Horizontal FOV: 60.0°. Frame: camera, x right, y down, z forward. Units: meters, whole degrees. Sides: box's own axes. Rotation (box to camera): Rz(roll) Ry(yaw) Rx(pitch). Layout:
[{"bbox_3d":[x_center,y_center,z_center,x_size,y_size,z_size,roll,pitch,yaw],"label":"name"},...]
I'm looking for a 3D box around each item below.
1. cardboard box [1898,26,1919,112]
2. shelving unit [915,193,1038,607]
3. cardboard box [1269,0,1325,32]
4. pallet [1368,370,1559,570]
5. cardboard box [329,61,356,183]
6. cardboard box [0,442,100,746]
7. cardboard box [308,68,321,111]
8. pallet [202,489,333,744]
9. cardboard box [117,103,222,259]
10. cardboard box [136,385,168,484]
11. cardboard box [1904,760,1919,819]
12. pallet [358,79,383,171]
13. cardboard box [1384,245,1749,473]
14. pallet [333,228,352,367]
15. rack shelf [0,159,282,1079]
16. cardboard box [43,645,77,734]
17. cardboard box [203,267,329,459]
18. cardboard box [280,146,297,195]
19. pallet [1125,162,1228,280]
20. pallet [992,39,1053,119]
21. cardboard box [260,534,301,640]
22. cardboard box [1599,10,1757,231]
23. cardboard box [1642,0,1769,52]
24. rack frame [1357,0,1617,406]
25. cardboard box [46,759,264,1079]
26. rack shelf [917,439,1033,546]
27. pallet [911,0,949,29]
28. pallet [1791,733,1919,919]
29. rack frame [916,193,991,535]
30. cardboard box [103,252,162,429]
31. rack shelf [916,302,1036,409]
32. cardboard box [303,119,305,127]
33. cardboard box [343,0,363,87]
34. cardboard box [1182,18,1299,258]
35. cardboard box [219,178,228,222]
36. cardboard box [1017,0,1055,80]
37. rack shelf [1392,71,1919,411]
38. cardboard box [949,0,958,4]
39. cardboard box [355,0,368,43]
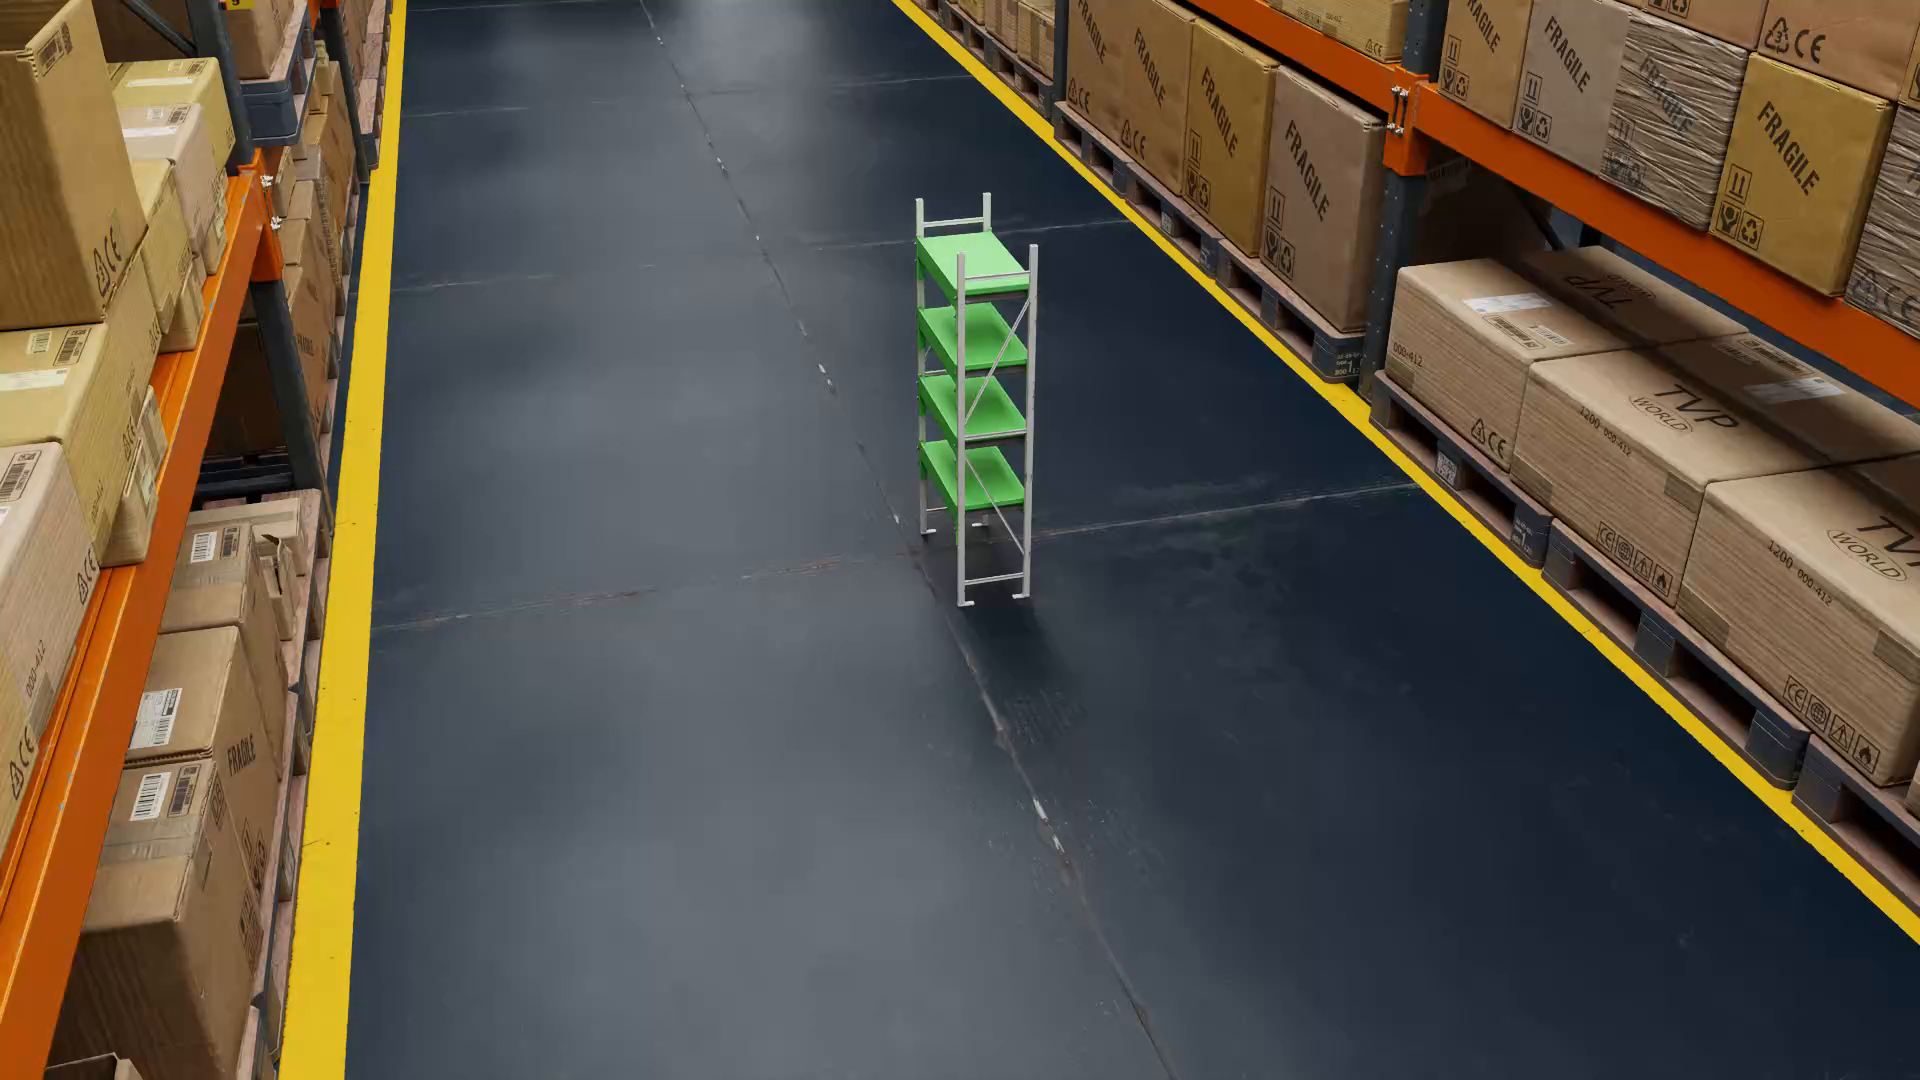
[{"bbox_3d":[2.525,-1.163,3.667,0.500,0.500,0.500,-8,31,-14],"label":"cardboard box"},{"bbox_3d":[0.044,-0.439,5.311,0.258,1.200,0.503,-8,31,-13],"label":"shelving unit"},{"bbox_3d":[1.619,-2.294,6.869,0.500,0.250,0.500,-8,31,-14],"label":"cardboard box"},{"bbox_3d":[2.242,-0.345,6.136,1.003,0.211,1.213,-8,31,-13],"label":"pallet"},{"bbox_3d":[-3.411,-2.124,8.501,0.500,0.500,0.500,-7,31,-12],"label":"cardboard box"},{"bbox_3d":[-1.602,0.102,2.433,0.500,0.250,0.500,-8,31,-13],"label":"cardboard box"},{"bbox_3d":[-3.226,-2.115,7.838,0.380,0.149,0.250,-9,31,-15],"label":"cardboard box"},{"bbox_3d":[-2.488,0.271,5.072,1.003,0.211,1.213,-8,31,-13],"label":"pallet"},{"bbox_3d":[-2.152,-0.878,4.126,0.500,0.250,0.500,-8,31,-13],"label":"cardboard box"},{"bbox_3d":[-1.814,-0.176,3.310,0.380,0.149,0.250,-7,31,-12],"label":"cardboard box"},{"bbox_3d":[2.906,0.624,3.816,0.875,0.438,0.875,-9,31,-15],"label":"cardboard box"},{"bbox_3d":[-3.912,-2.396,9.678,1.003,0.211,1.213,-8,31,-13],"label":"pallet"},{"bbox_3d":[2.179,-0.685,6.078,0.875,0.438,0.875,-8,31,-14],"label":"cardboard box"},{"bbox_3d":[-3.249,-1.039,7.335,1.003,0.211,1.213,-8,31,-13],"label":"pallet"},{"bbox_3d":[-2.138,0.009,3.458,1.077,0.370,4.000,-8,31,-13],"label":"rack shelf"},{"bbox_3d":[-1.654,0.208,2.647,0.380,0.149,0.250,-7,31,-12],"label":"cardboard box"},{"bbox_3d":[-2.581,-0.631,5.923,0.500,0.500,0.500,-7,31,-11],"label":"cardboard box"},{"bbox_3d":[-2.915,-1.479,6.740,0.380,0.149,0.250,-7,31,-11],"label":"cardboard box"},{"bbox_3d":[1.511,-1.676,8.435,1.003,0.211,1.213,-8,31,-13],"label":"pallet"},{"bbox_3d":[0.848,-3.032,10.778,1.003,0.211,1.213,-8,31,-13],"label":"pallet"},{"bbox_3d":[-2.143,0.136,4.831,0.396,0.266,0.258,-7,31,-11],"label":"cardboard box"},{"bbox_3d":[2.243,-1.227,4.775,0.500,0.500,0.500,-8,31,-13],"label":"cardboard box"},{"bbox_3d":[2.262,-1.650,4.508,0.500,0.500,0.500,-7,31,-12],"label":"cardboard box"},{"bbox_3d":[2.116,-1.930,6.090,1.000,3.000,0.127,-8,31,-13],"label":"rack frame"},{"bbox_3d":[-1.868,0.838,3.384,0.700,0.500,0.500,-7,31,-11],"label":"cardboard box"},{"bbox_3d":[0.044,-0.176,5.464,0.258,0.148,0.480,-8,31,-13],"label":"rack shelf"},{"bbox_3d":[0.200,-4.211,12.814,1.003,0.211,1.213,-8,31,-13],"label":"pallet"},{"bbox_3d":[2.890,0.833,4.100,1.003,0.211,1.213,-8,31,-13],"label":"pallet"},{"bbox_3d":[-0.021,-0.557,5.515,0.240,1.200,0.015,-8,31,-13],"label":"rack frame"},{"bbox_3d":[-1.896,-0.387,3.277,0.500,0.250,0.500,-9,31,-15],"label":"cardboard box"},{"bbox_3d":[0.044,-0.592,5.223,0.258,0.148,0.480,-8,31,-13],"label":"rack shelf"},{"bbox_3d":[-3.133,-1.861,7.399,0.380,0.149,0.250,-8,31,-14],"label":"cardboard box"},{"bbox_3d":[-4.064,-2.971,9.841,0.875,0.625,0.625,-7,31,-12],"label":"cardboard box"},{"bbox_3d":[1.627,-1.916,7.768,0.875,0.875,0.875,-7,31,-12],"label":"cardboard box"},{"bbox_3d":[-2.251,-0.916,4.589,0.380,0.149,0.250,-7,31,-12],"label":"cardboard box"},{"bbox_3d":[0.913,-3.180,10.454,0.950,0.372,0.625,-10,32,-17],"label":"cardboard box"},{"bbox_3d":[2.646,-0.652,4.601,1.077,0.370,4.000,-8,31,-13],"label":"rack shelf"},{"bbox_3d":[0.328,-4.238,12.282,0.950,0.372,0.625,-6,31,-10],"label":"cardboard box"},{"bbox_3d":[-4.445,-3.659,11.029,0.875,0.625,0.625,-8,31,-14],"label":"cardboard box"}]
